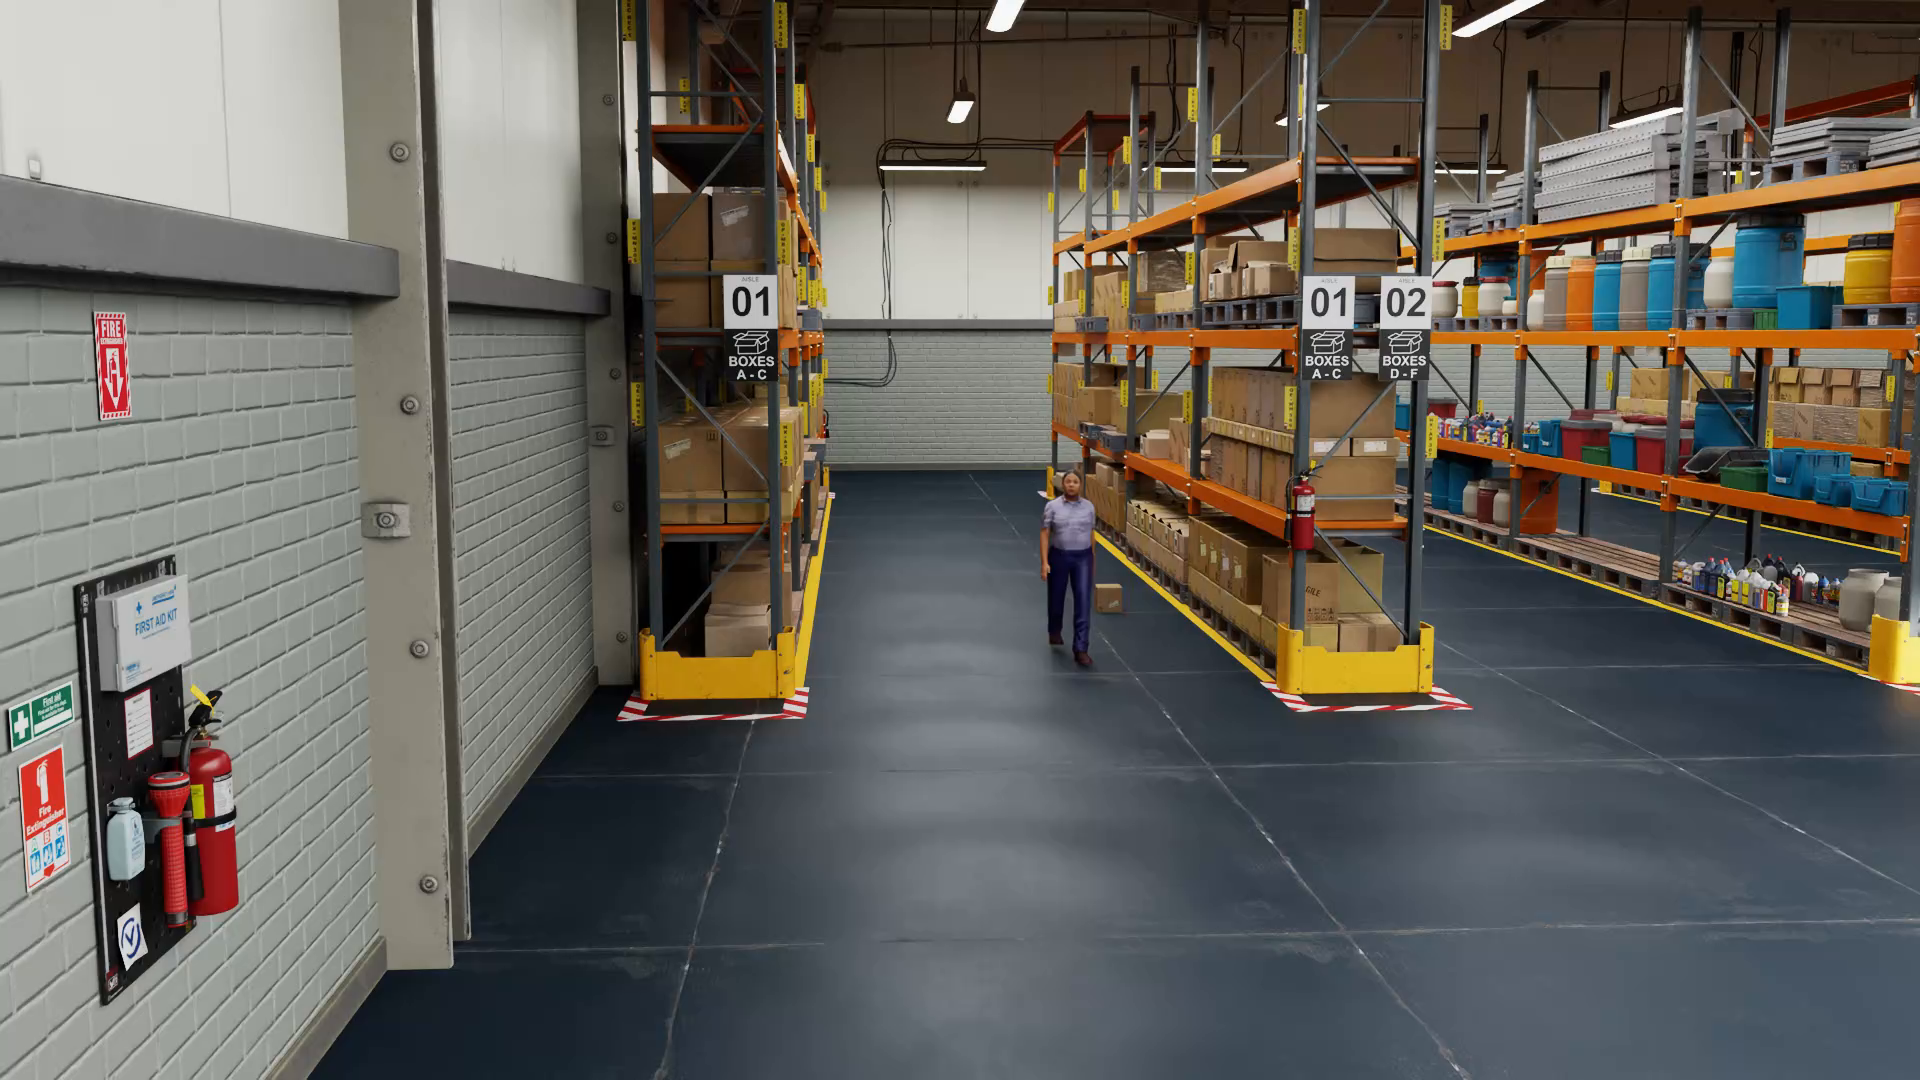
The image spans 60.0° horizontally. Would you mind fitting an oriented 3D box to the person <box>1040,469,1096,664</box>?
[{"bbox_3d":[0.919,0.203,14.159,0.488,1.588,0.948,0,7,-3],"label":"person"}]
